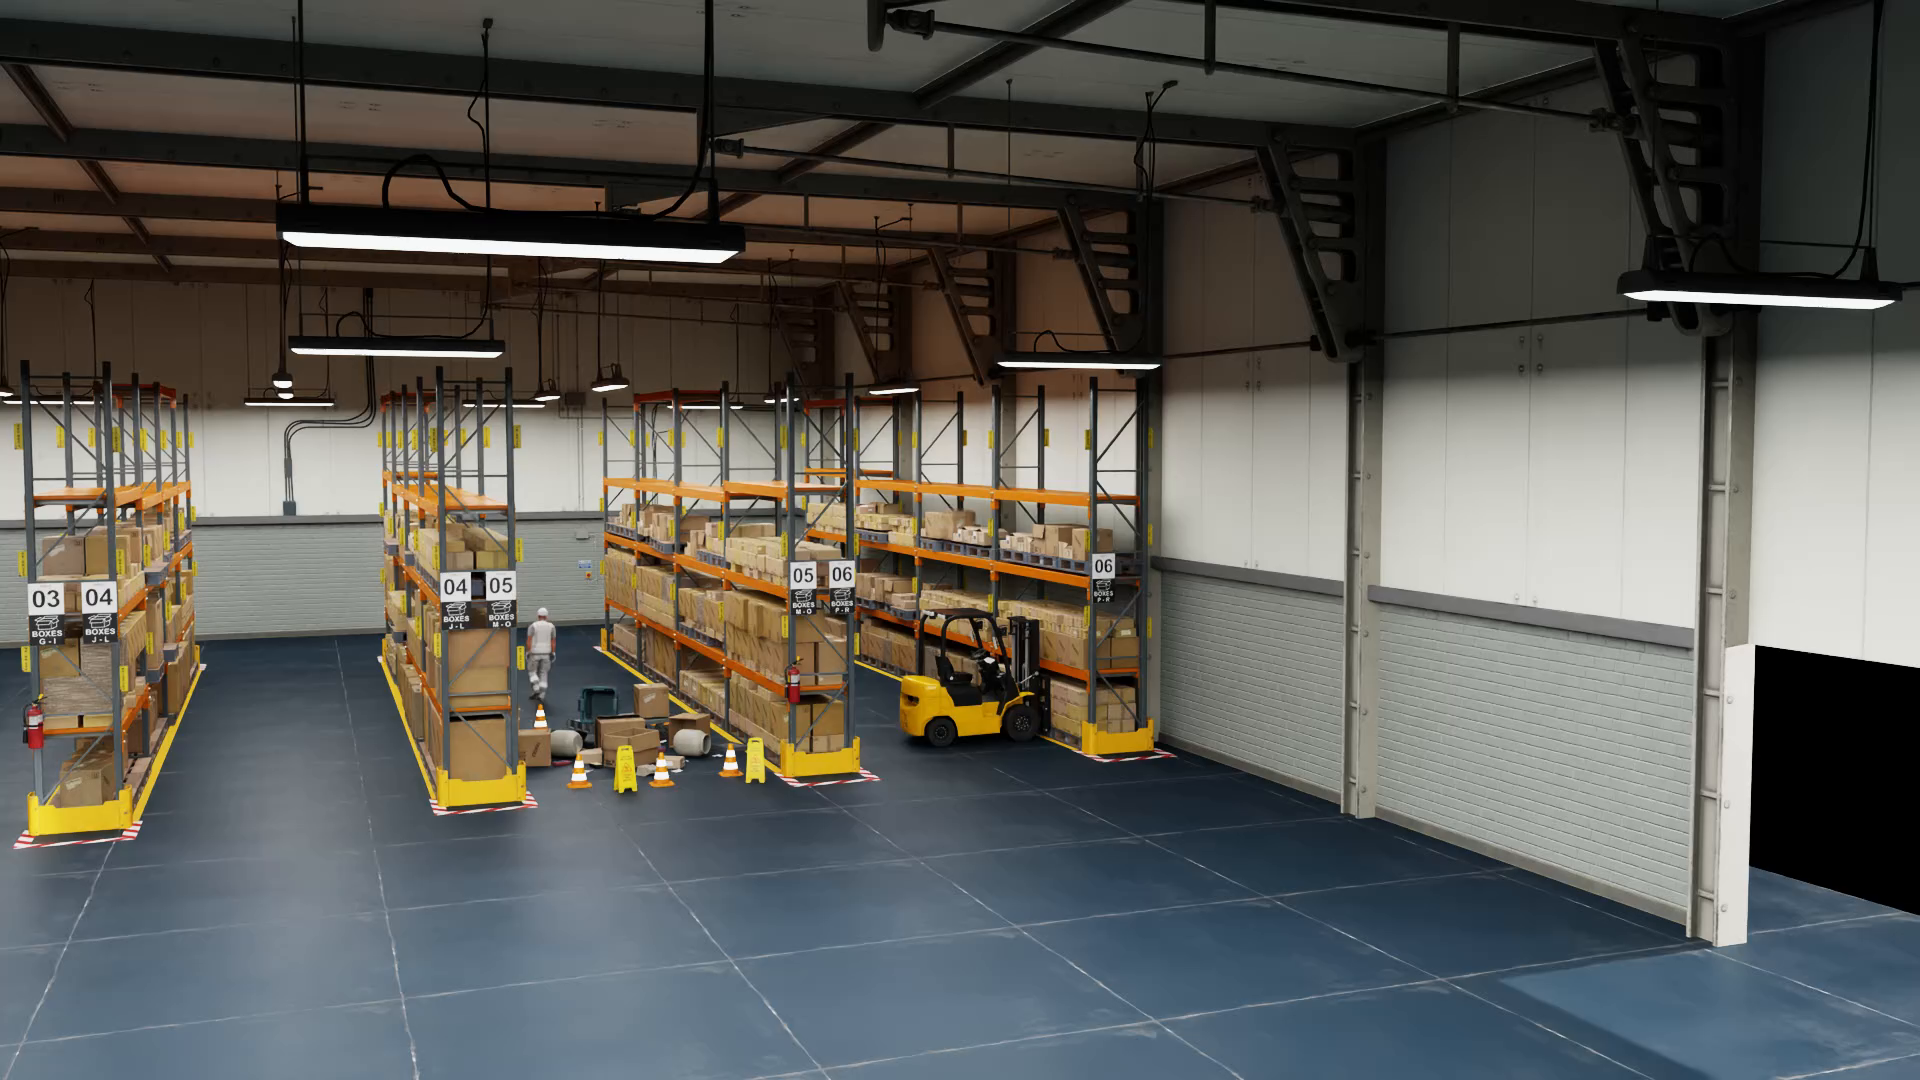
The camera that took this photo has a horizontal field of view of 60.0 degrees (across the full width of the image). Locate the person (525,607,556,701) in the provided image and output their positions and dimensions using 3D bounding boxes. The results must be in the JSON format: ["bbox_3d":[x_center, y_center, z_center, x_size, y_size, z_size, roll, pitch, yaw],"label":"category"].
[{"bbox_3d":[-8.010,2.187,31.787,0.586,1.785,0.475,-1,4,-20],"label":"person"}]
